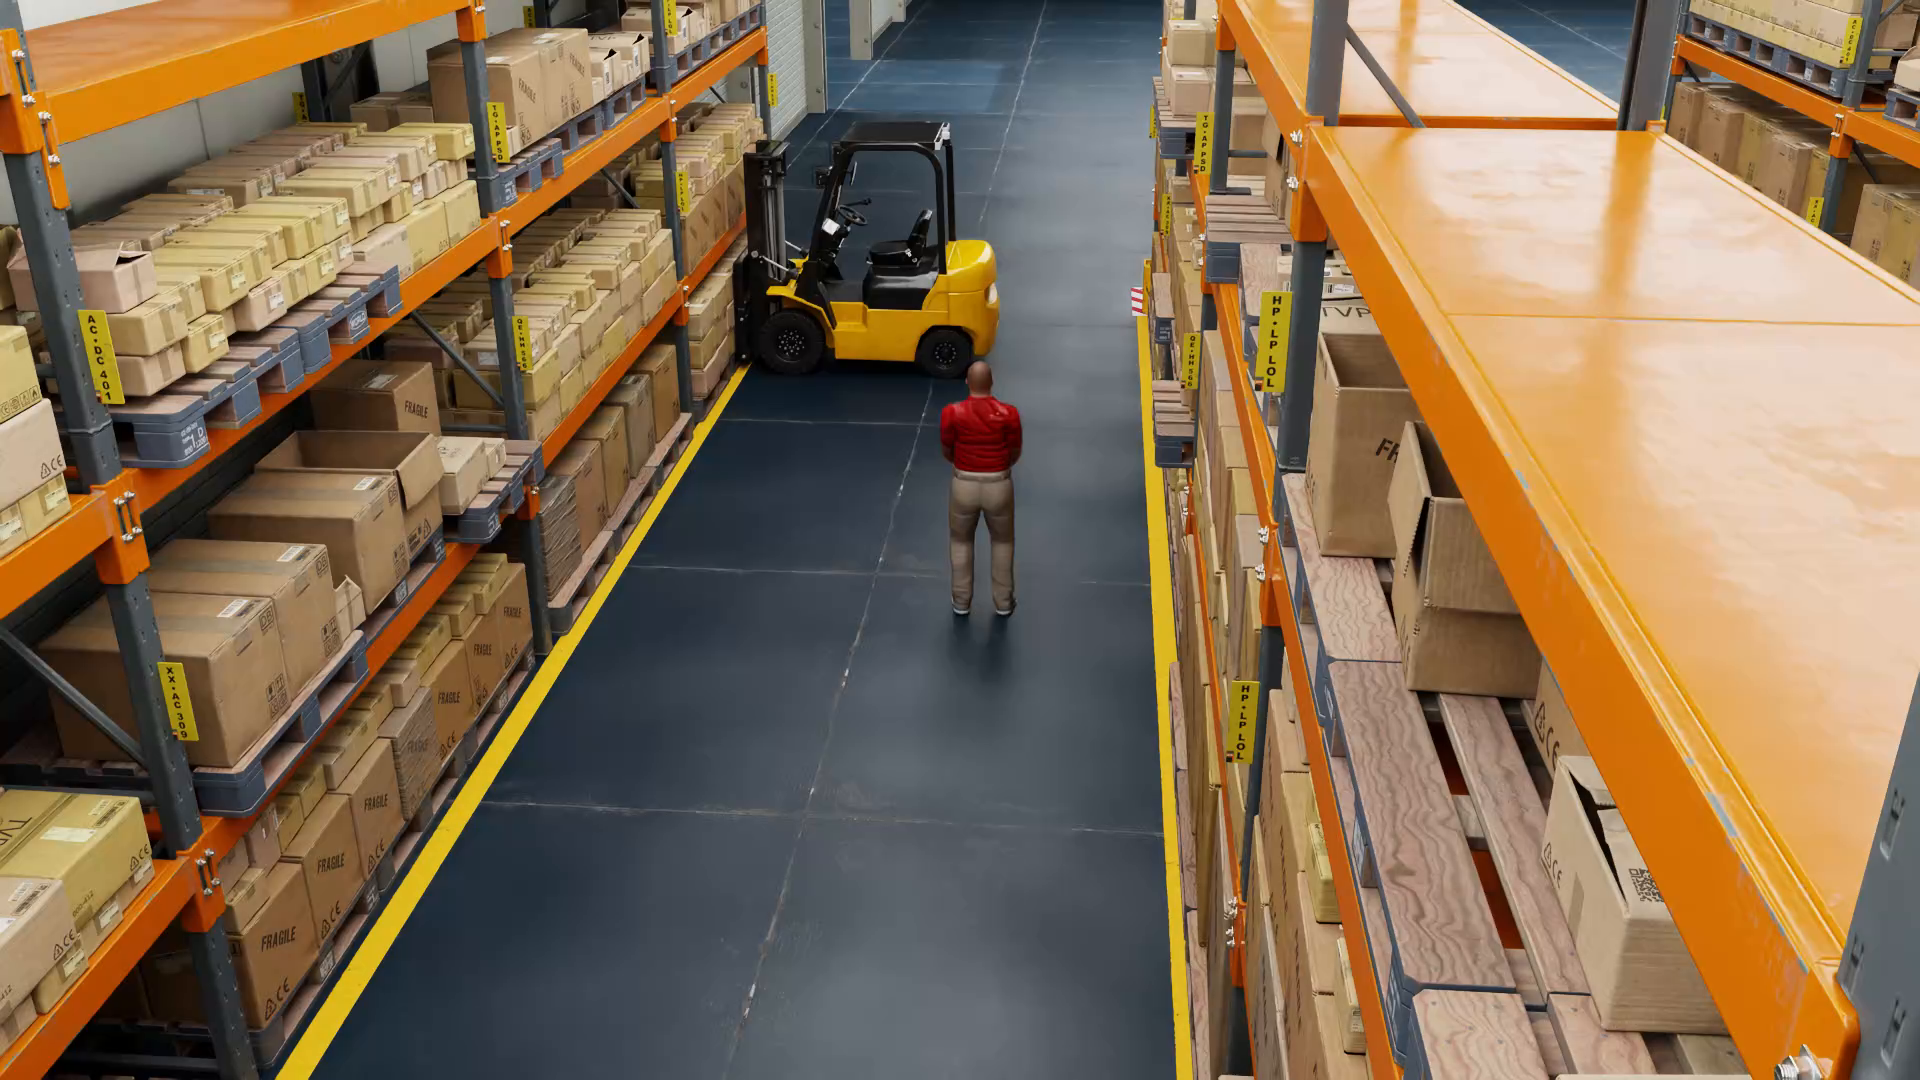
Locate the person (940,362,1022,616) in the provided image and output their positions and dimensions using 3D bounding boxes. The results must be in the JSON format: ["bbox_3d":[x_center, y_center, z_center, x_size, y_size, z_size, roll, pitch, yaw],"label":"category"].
[{"bbox_3d":[0.140,-0.357,10.809,0.524,1.730,0.507,2,24,4],"label":"person"}]
